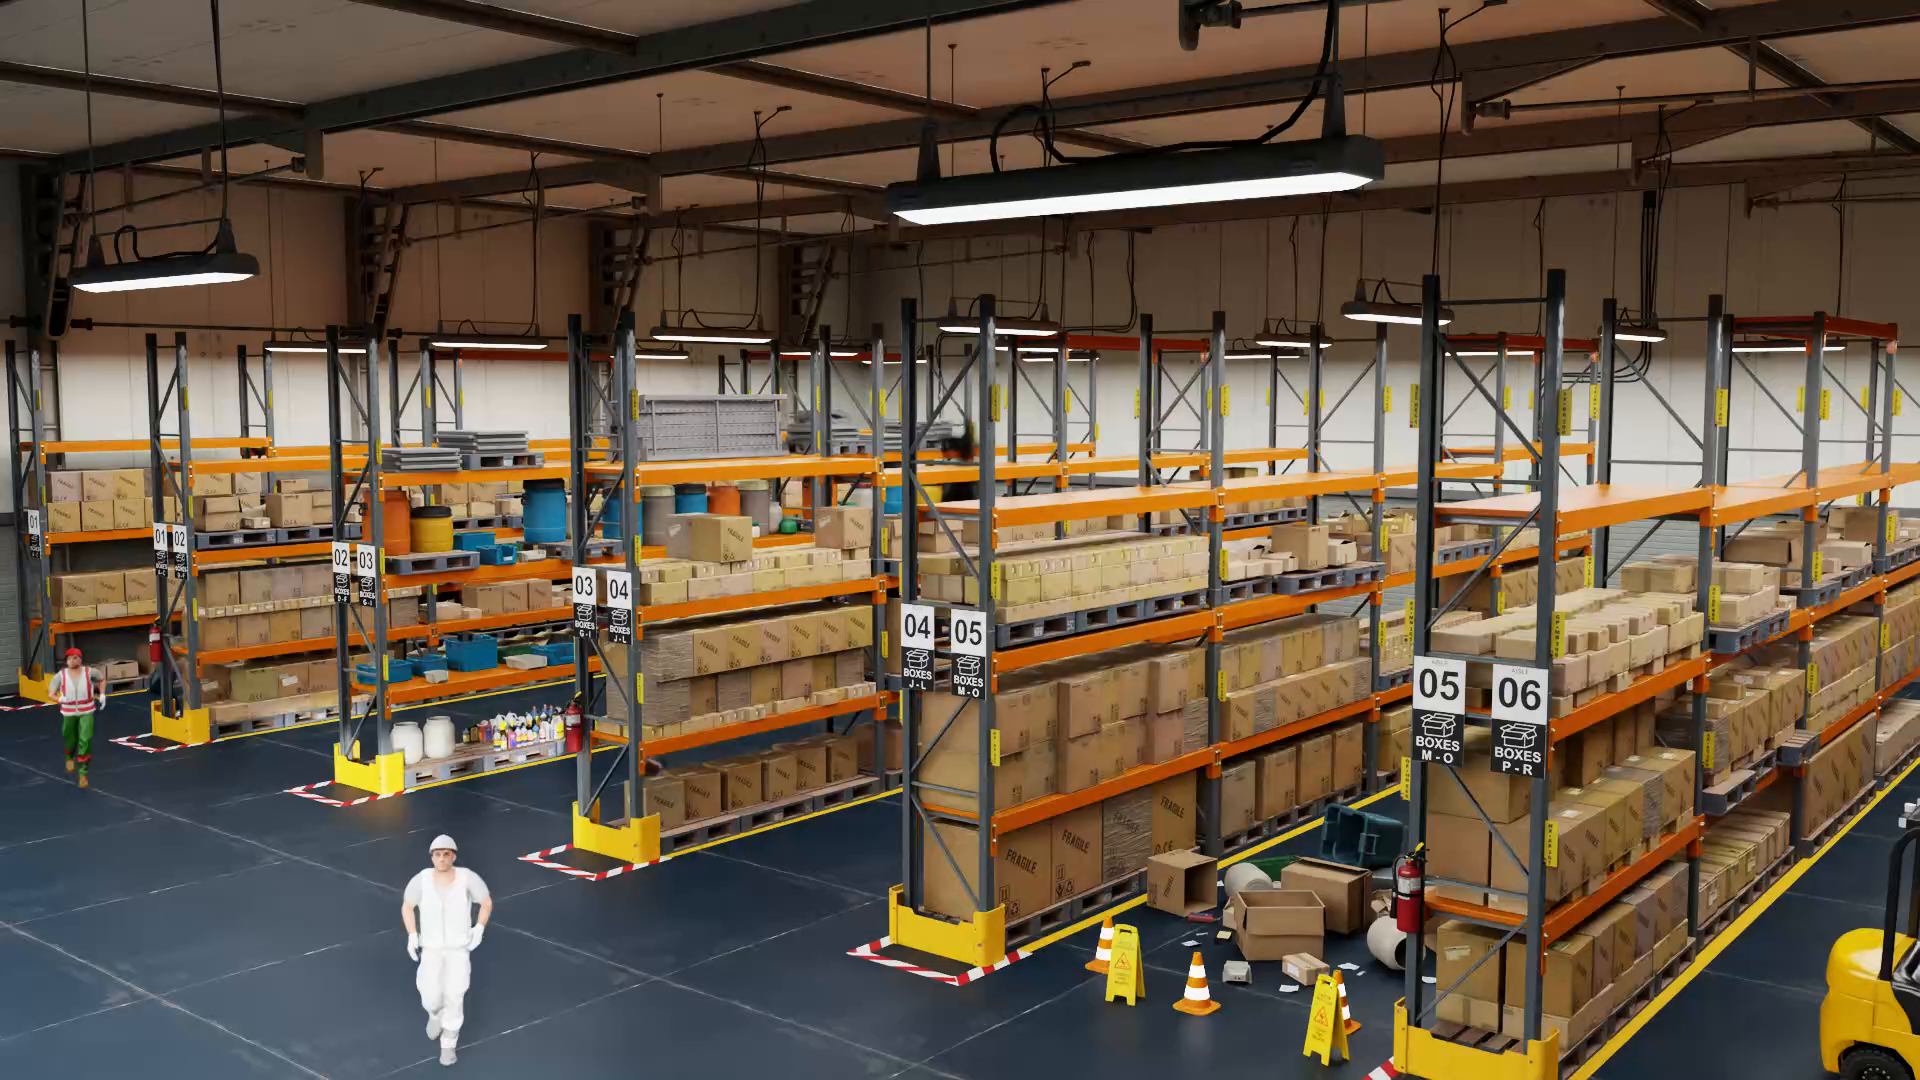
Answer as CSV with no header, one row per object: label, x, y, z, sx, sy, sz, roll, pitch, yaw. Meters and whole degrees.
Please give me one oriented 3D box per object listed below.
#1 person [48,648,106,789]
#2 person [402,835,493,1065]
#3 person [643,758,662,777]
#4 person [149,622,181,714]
person,-11.613,2.299,21.904,0.671,1.798,1.002,-2,6,-25
person,-3.971,3.137,12.908,0.678,1.756,0.593,-1,5,-14
person,-4.041,2.454,21.180,0.580,1.635,0.465,3,6,32
person,-12.468,2.048,26.163,0.548,1.544,0.546,3,6,28
